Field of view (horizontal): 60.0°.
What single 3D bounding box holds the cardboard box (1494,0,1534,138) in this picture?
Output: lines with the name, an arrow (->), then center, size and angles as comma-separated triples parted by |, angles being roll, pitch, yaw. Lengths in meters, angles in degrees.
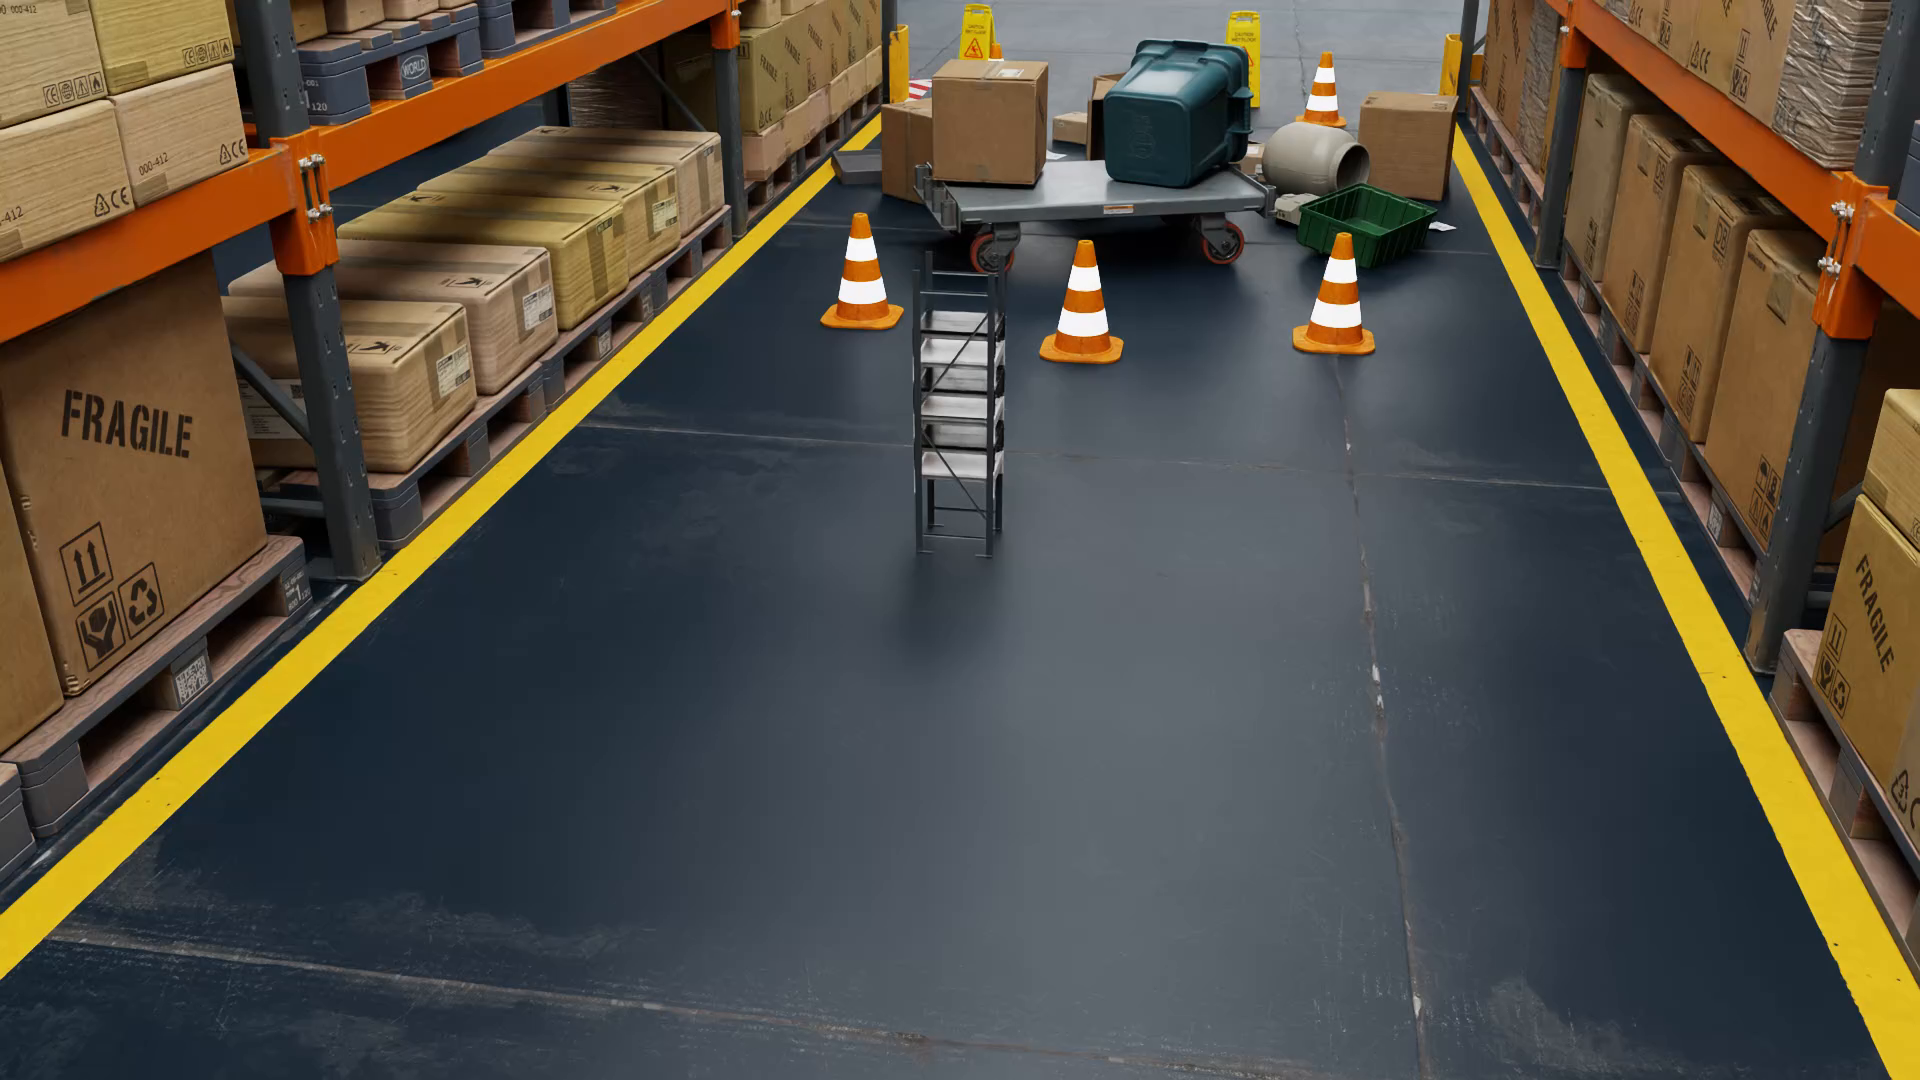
cardboard box -> 3.757, -2.901, 9.921 | 0.875, 0.875, 0.875 | 4, 25, 8

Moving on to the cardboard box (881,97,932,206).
cardboard box -> -0.092, -2.180, 9.315 | 0.500, 0.500, 0.500 | -20, 32, -36

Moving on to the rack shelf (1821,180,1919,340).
rack shelf -> 2.310, 0.179, 2.179 | 1.077, 0.370, 4.000 | 4, 25, 9

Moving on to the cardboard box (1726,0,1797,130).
cardboard box -> 2.528, -1.444, 4.680 | 0.500, 0.500, 0.500 | 4, 25, 9

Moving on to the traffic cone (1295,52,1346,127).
traffic cone -> 2.457, -3.057, 11.235 | 0.336, 0.463, 0.334 | 4, 25, 9

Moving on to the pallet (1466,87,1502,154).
pallet -> 3.891, -2.727, 10.827 | 1.003, 0.211, 1.213 | 4, 25, 9

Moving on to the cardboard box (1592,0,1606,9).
cardboard box -> 2.939, -2.501, 6.936 | 0.500, 0.500, 0.500 | 4, 25, 9

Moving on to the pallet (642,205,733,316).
pallet -> -1.735, -1.369, 7.925 | 1.003, 0.211, 1.213 | 4, 25, 9

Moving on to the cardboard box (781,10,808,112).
cardboard box -> -1.171, -2.695, 9.332 | 0.500, 0.500, 0.500 | 5, 26, 11

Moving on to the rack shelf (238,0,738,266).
rack shelf -> -1.936, -1.795, 6.395 | 1.077, 0.370, 4.000 | 4, 25, 9

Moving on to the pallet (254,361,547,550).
pallet -> -2.134, -0.348, 5.745 | 1.003, 0.211, 1.213 | 4, 25, 9

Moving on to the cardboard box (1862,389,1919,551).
cardboard box -> 2.285, -0.110, 3.515 | 0.500, 0.250, 0.500 | 3, 25, 6

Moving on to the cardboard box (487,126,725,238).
cardboard box -> -1.693, -1.738, 8.029 | 0.950, 0.372, 0.625 | 4, 25, 9

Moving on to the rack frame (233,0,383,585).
rack frame -> -2.263, -1.284, 4.456 | 1.000, 3.000, 0.127 | 4, 25, 9

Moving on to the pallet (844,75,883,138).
pallet -> -1.136, -2.998, 11.406 | 1.003, 0.211, 1.213 | 4, 25, 9

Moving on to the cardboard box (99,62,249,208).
cardboard box -> -2.090, -0.987, 3.997 | 0.500, 0.250, 0.500 | 3, 25, 7

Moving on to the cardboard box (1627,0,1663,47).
cardboard box -> 2.773, -2.080, 6.038 | 0.500, 0.500, 0.500 | 4, 25, 8

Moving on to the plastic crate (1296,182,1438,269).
plastic crate -> 2.027, -1.573, 8.320 | 0.450, 0.188, 0.662 | 29, 36, 30

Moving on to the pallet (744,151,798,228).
pallet -> -1.535, -1.978, 9.226 | 1.003, 0.211, 1.213 | 4, 25, 9

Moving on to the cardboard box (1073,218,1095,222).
cardboard box -> 0.641, -1.911, 9.020 | 0.258, 0.266, 0.396 | -14, 29, -27

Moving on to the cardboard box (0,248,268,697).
cardboard box -> -2.458, -0.229, 4.212 | 0.875, 0.875, 0.875 | 4, 25, 8

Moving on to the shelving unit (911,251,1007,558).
shelving unit -> -0.001, -0.404, 5.052 | 0.258, 0.900, 0.210 | 4, 25, 9

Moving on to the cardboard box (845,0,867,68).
cardboard box -> -0.911, -3.343, 10.717 | 0.500, 0.500, 0.500 | 5, 26, 10

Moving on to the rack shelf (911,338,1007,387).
rack shelf -> -0.001, -0.537, 4.990 | 0.258, 0.077, 0.200 | 4, 25, 9

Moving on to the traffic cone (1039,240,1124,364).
traffic cone -> 0.508, -1.002, 6.845 | 0.336, 0.463, 0.334 | 4, 25, 9

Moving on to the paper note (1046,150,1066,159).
paper note -> 0.567, -2.402, 10.360 | 0.148, 0.019, 0.142 | 13, 28, 26

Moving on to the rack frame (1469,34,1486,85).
rack frame -> 3.948, -4.329, 10.961 | 0.949, 2.616, 0.053 | 4, 25, 9

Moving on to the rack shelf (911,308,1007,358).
rack shelf -> -0.001, -0.619, 4.952 | 0.258, 0.077, 0.200 | 4, 25, 9

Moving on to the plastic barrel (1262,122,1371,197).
plastic barrel -> 1.963, -2.071, 9.174 | 0.421, 0.421, 0.512 | -20, 32, -36

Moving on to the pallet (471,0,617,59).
pallet -> -1.980, -2.028, 6.271 | 1.003, 0.211, 1.213 | 4, 25, 9

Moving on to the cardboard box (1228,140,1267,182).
cardboard box -> 1.754, -2.265, 9.775 | 0.396, 0.266, 0.258 | 8, 26, 18

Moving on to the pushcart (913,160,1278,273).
pushcart -> 0.648, -1.633, 8.293 | 1.648, 0.377, 0.936 | -5, 25, -10

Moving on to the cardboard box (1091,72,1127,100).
cardboard box -> 1.255, -2.590, 10.189 | 0.797, 0.503, 0.637 | -14, 29, -27

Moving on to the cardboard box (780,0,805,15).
cardboard box -> -1.085, -3.027, 9.277 | 0.380, 0.149, 0.250 | 5, 26, 11

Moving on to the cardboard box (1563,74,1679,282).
cardboard box -> 3.278, -1.562, 7.207 | 1.050, 0.750, 0.750 | 4, 25, 8

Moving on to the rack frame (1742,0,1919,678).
rack frame -> 2.637, -0.984, 3.813 | 1.000, 3.000, 0.127 | 4, 25, 9

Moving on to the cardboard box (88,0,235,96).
cardboard box -> -2.092, -1.223, 3.911 | 0.500, 0.250, 0.500 | 4, 25, 8

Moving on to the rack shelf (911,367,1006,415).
rack shelf -> -0.001, -0.455, 5.028 | 0.258, 0.077, 0.200 | 4, 25, 9

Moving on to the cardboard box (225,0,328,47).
cardboard box -> -2.027, -1.484, 4.683 | 0.380, 0.149, 0.250 | 3, 25, 5

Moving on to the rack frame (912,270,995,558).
rack frame -> -0.018, -0.362, 4.961 | 0.240, 0.900, 0.006 | 4, 25, 9

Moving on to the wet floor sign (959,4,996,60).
wet floor sign -> 0.131, -3.569, 12.114 | 0.267, 0.644, 0.232 | 13, 28, 26

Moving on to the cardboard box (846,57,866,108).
cardboard box -> -0.915, -3.002, 10.874 | 0.500, 0.250, 0.500 | 4, 25, 9

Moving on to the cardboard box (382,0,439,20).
cardboard box -> -1.857, -1.711, 5.168 | 0.380, 0.149, 0.250 | 2, 25, 5

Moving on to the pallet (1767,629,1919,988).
pallet -> 2.508, 0.606, 3.706 | 1.003, 0.211, 1.213 | 4, 25, 9

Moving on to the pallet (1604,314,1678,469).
pallet -> 3.042, -0.554, 6.185 | 1.003, 0.211, 1.213 | 4, 25, 9

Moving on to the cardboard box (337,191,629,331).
cardboard box -> -1.919, -1.146, 6.764 | 0.950, 0.372, 0.625 | 5, 26, 10

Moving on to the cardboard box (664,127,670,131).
cardboard box -> -1.778, -2.168, 9.092 | 0.500, 0.250, 0.500 | 5, 26, 11

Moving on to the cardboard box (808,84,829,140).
cardboard box -> -1.086, -2.576, 9.964 | 0.500, 0.250, 0.500 | 4, 25, 8

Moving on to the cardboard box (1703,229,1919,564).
cardboard box -> 2.825, -0.403, 4.732 | 1.050, 0.750, 0.750 | 4, 25, 8
